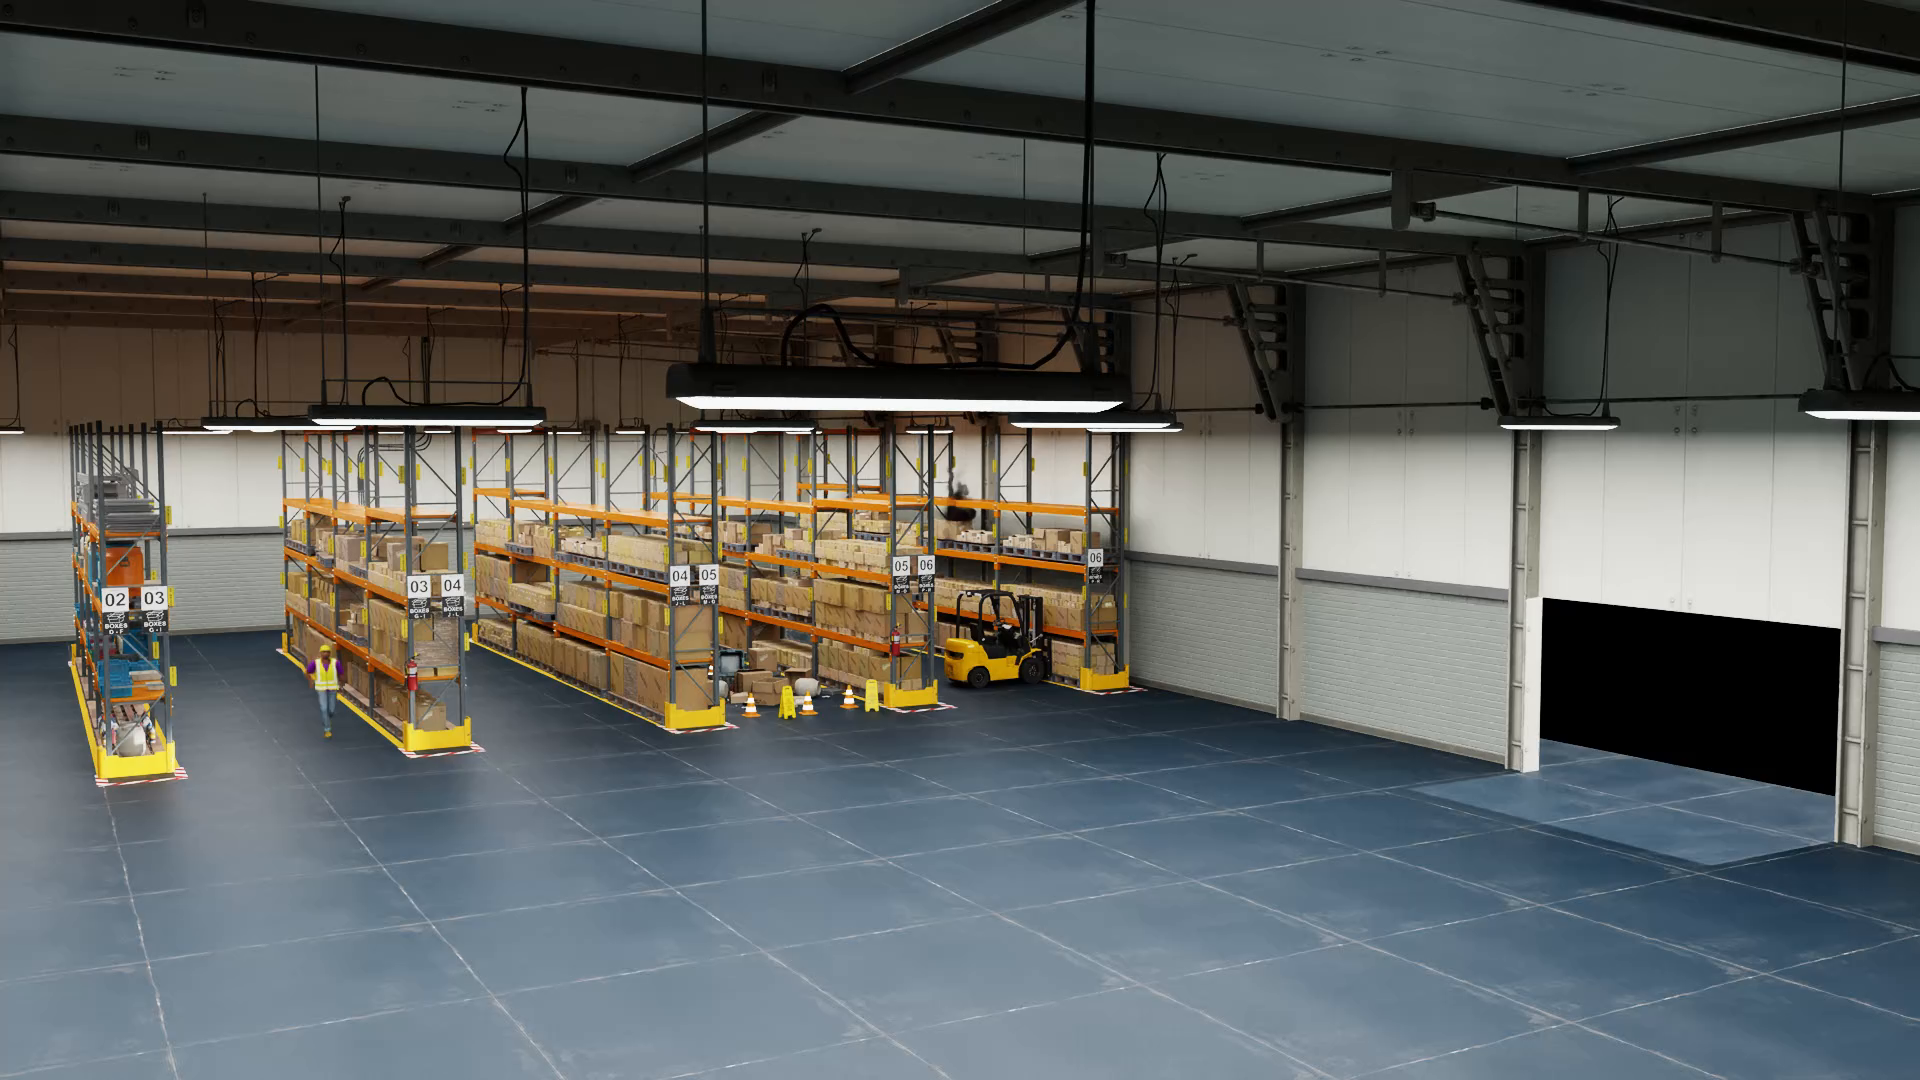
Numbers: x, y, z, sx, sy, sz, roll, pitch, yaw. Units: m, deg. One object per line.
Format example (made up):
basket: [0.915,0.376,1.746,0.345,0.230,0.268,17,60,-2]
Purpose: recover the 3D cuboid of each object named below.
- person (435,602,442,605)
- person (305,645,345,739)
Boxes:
person: [-14.365,2.094,45.412,0.629,1.729,0.688,-2,4,-26]
person: [-12.175,2.887,31.933,0.700,1.757,0.824,-2,4,-27]
